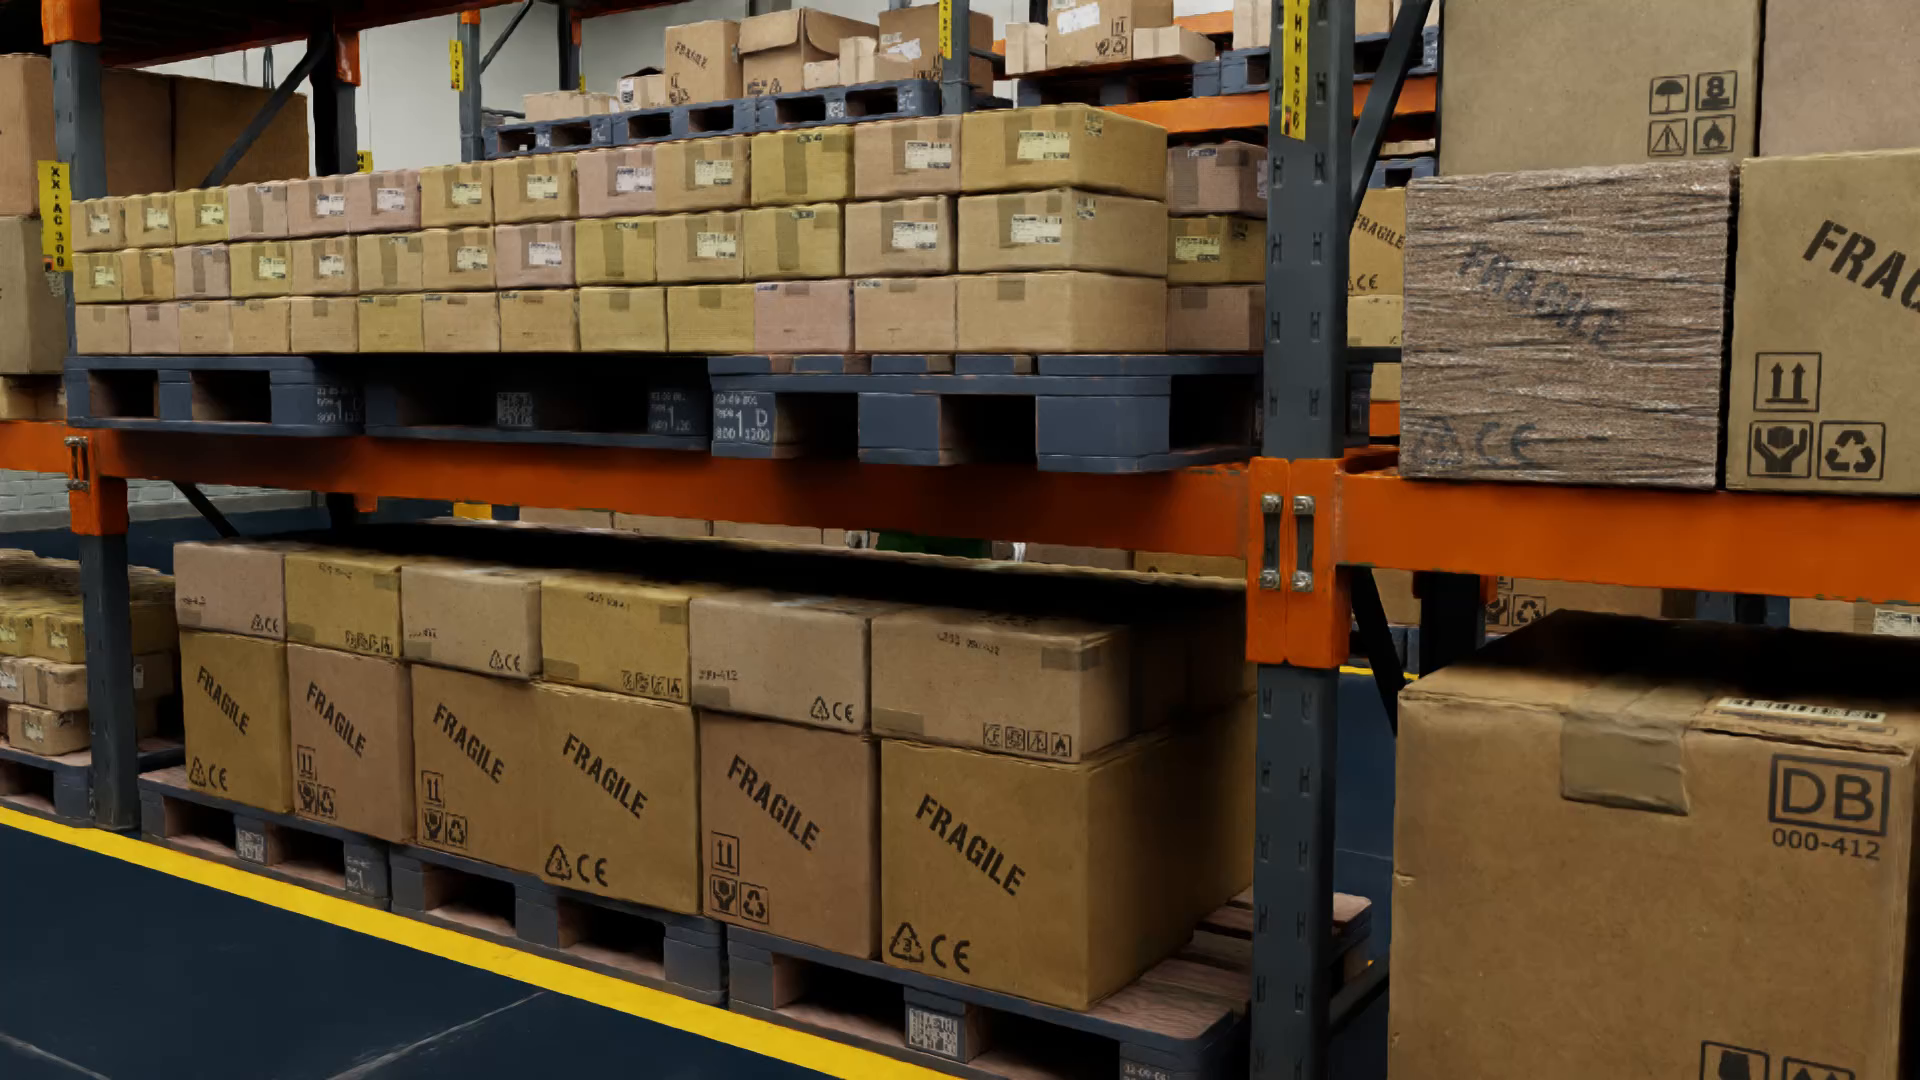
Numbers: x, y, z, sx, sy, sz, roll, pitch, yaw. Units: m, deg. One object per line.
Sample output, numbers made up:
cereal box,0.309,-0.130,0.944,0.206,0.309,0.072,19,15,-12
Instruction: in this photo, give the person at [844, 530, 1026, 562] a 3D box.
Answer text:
person,-0.091,-0.038,6.003,0.627,1.753,0.900,-1,6,-8
